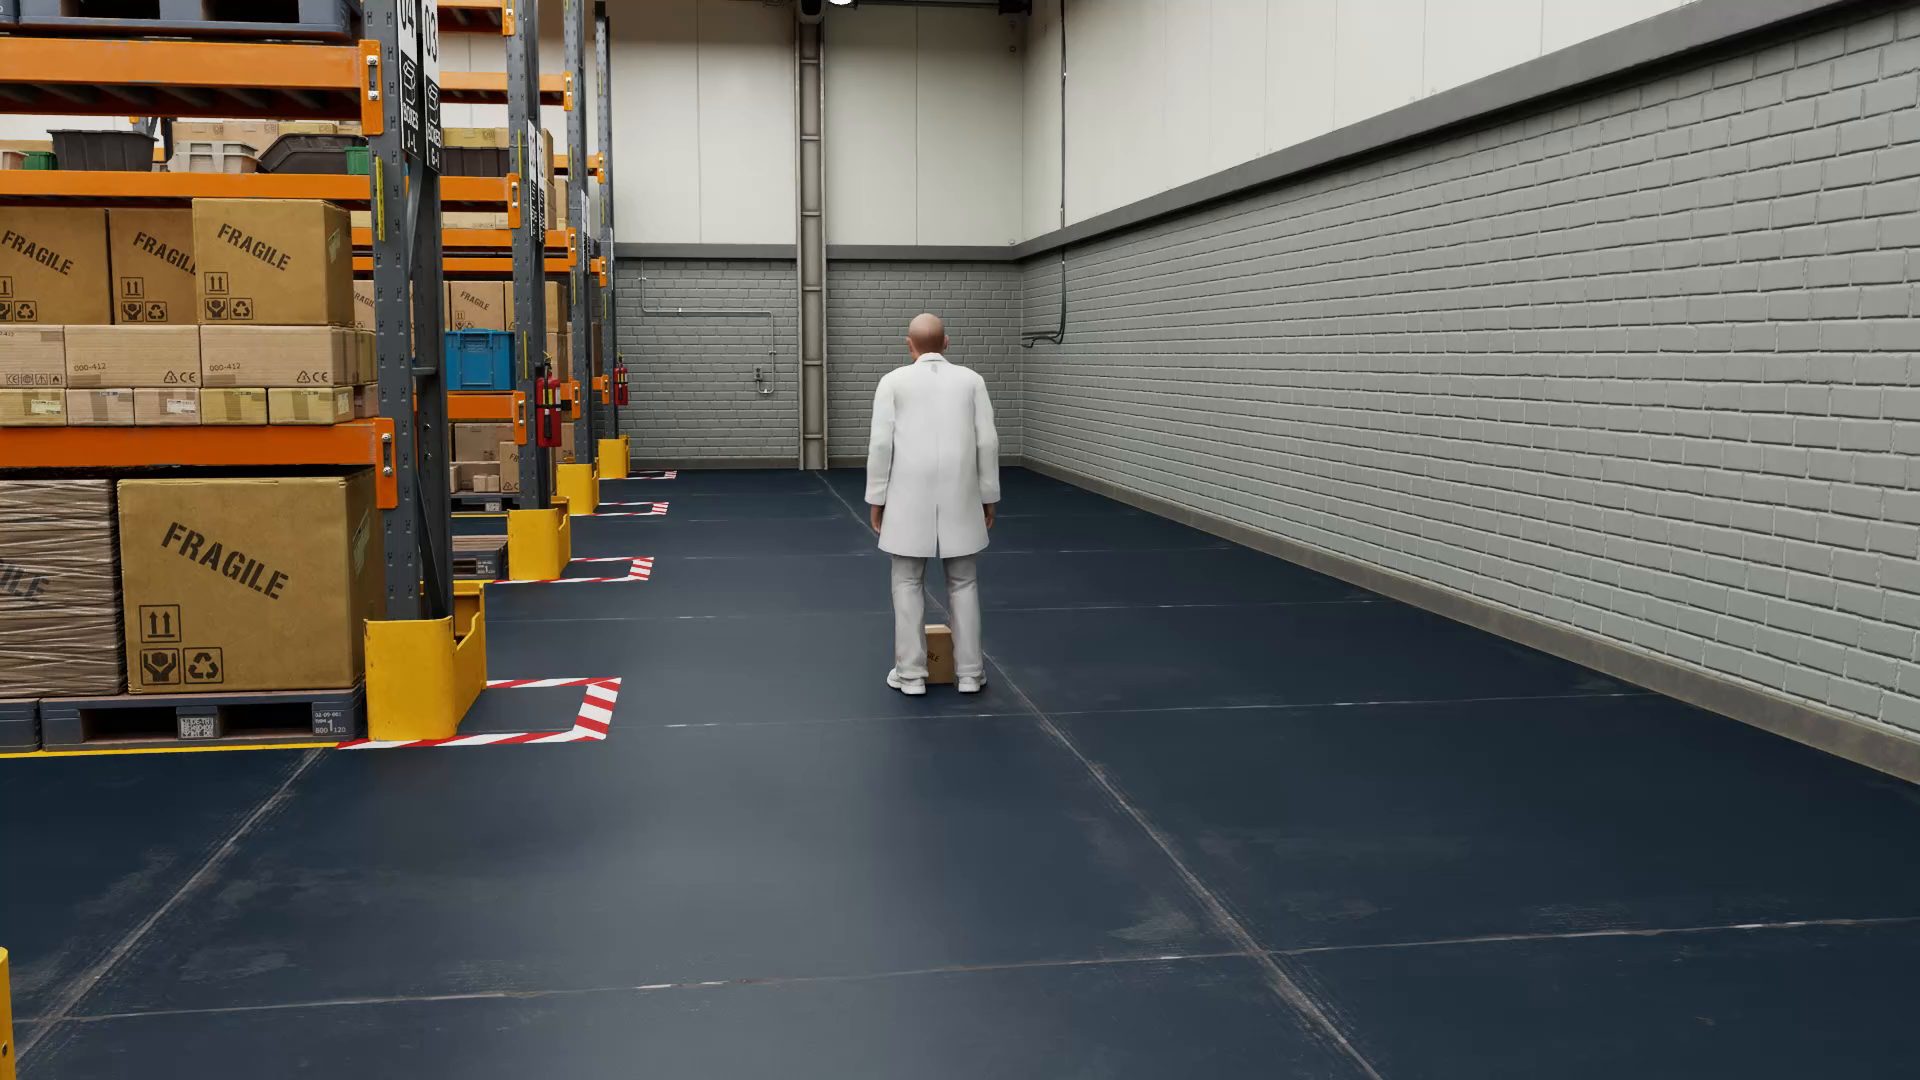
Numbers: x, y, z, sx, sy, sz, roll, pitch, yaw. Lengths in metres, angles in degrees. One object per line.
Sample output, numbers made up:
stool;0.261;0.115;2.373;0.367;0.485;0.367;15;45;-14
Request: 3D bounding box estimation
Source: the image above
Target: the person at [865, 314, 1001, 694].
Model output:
person;-0.126;-0.171;7.816;0.640;1.773;0.426;-1;6;-9
